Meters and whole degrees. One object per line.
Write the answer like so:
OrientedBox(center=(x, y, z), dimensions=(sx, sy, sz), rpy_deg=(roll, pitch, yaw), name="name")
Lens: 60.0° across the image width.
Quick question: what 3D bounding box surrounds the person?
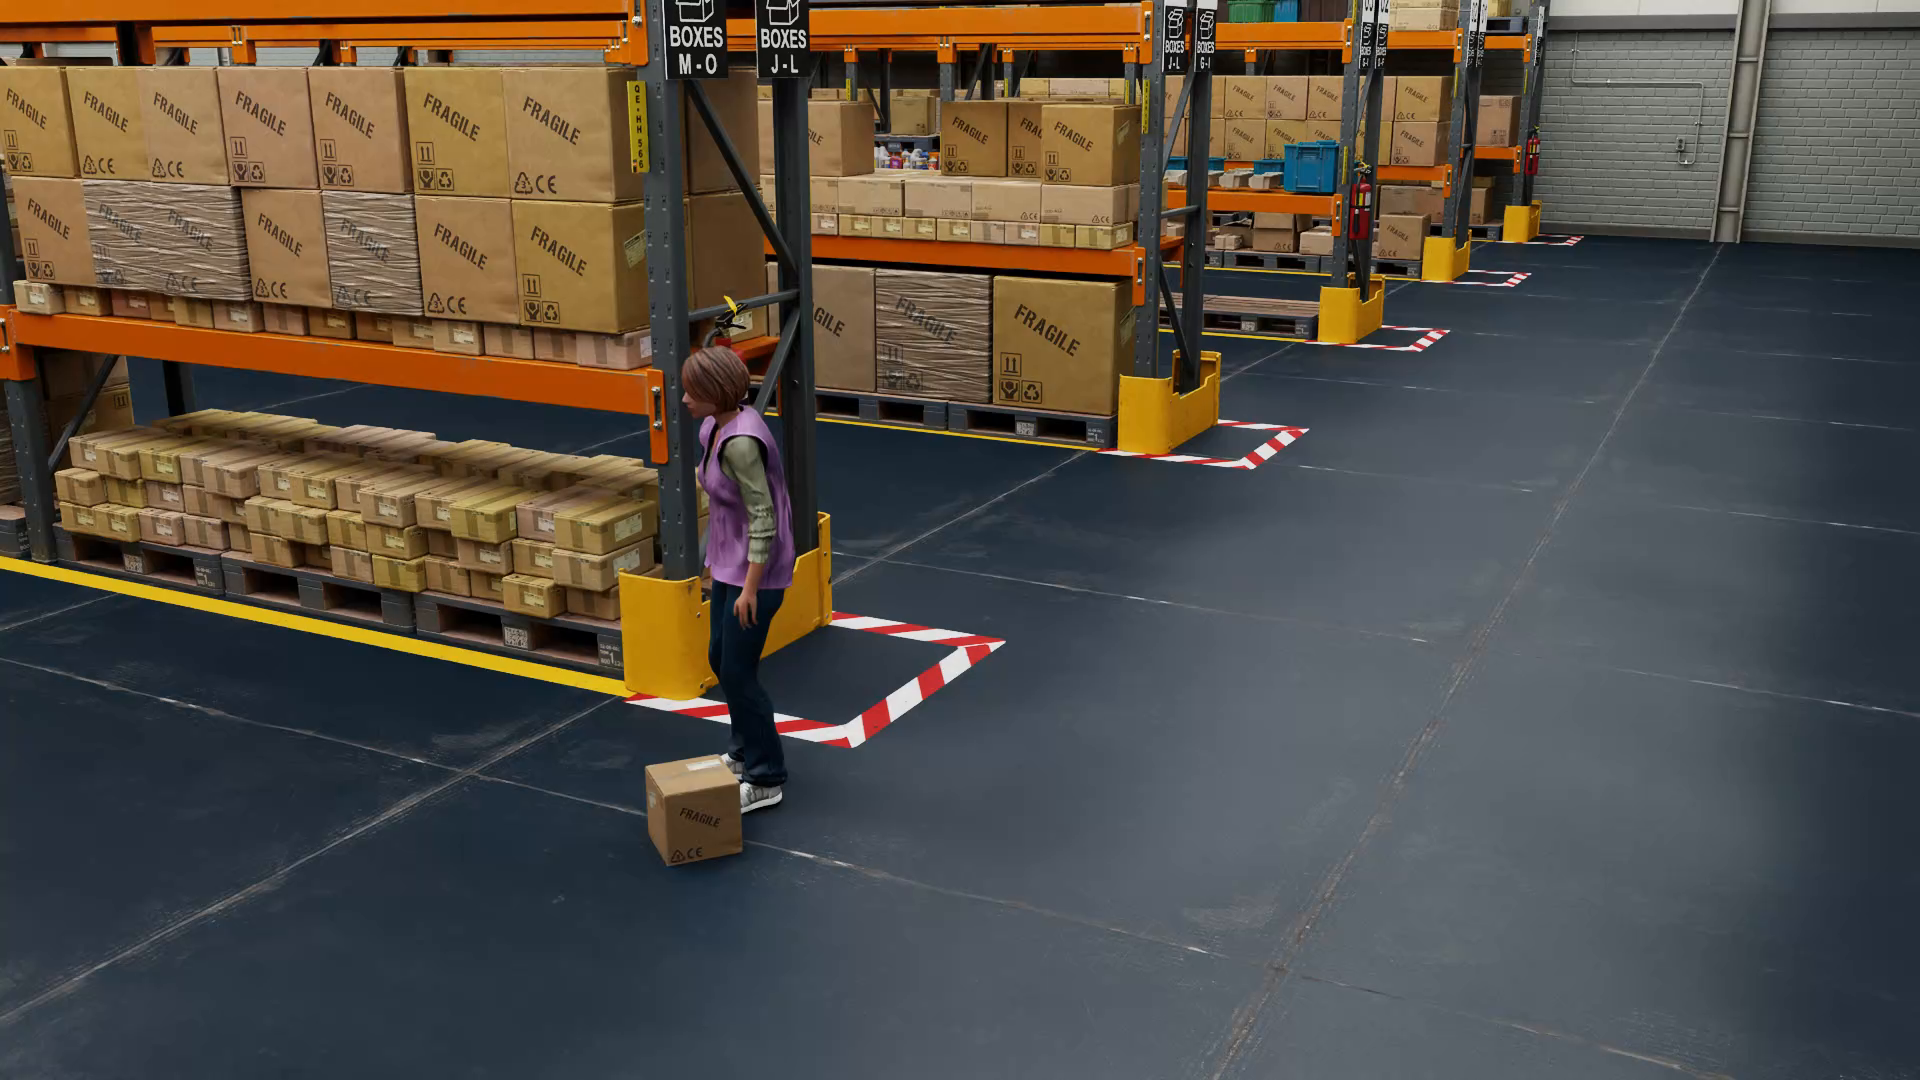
OrientedBox(center=(-0.742, 0.137, 5.597), dimensions=(0.346, 1.580, 0.474), rpy_deg=(-6, 17, -19), name="person")
